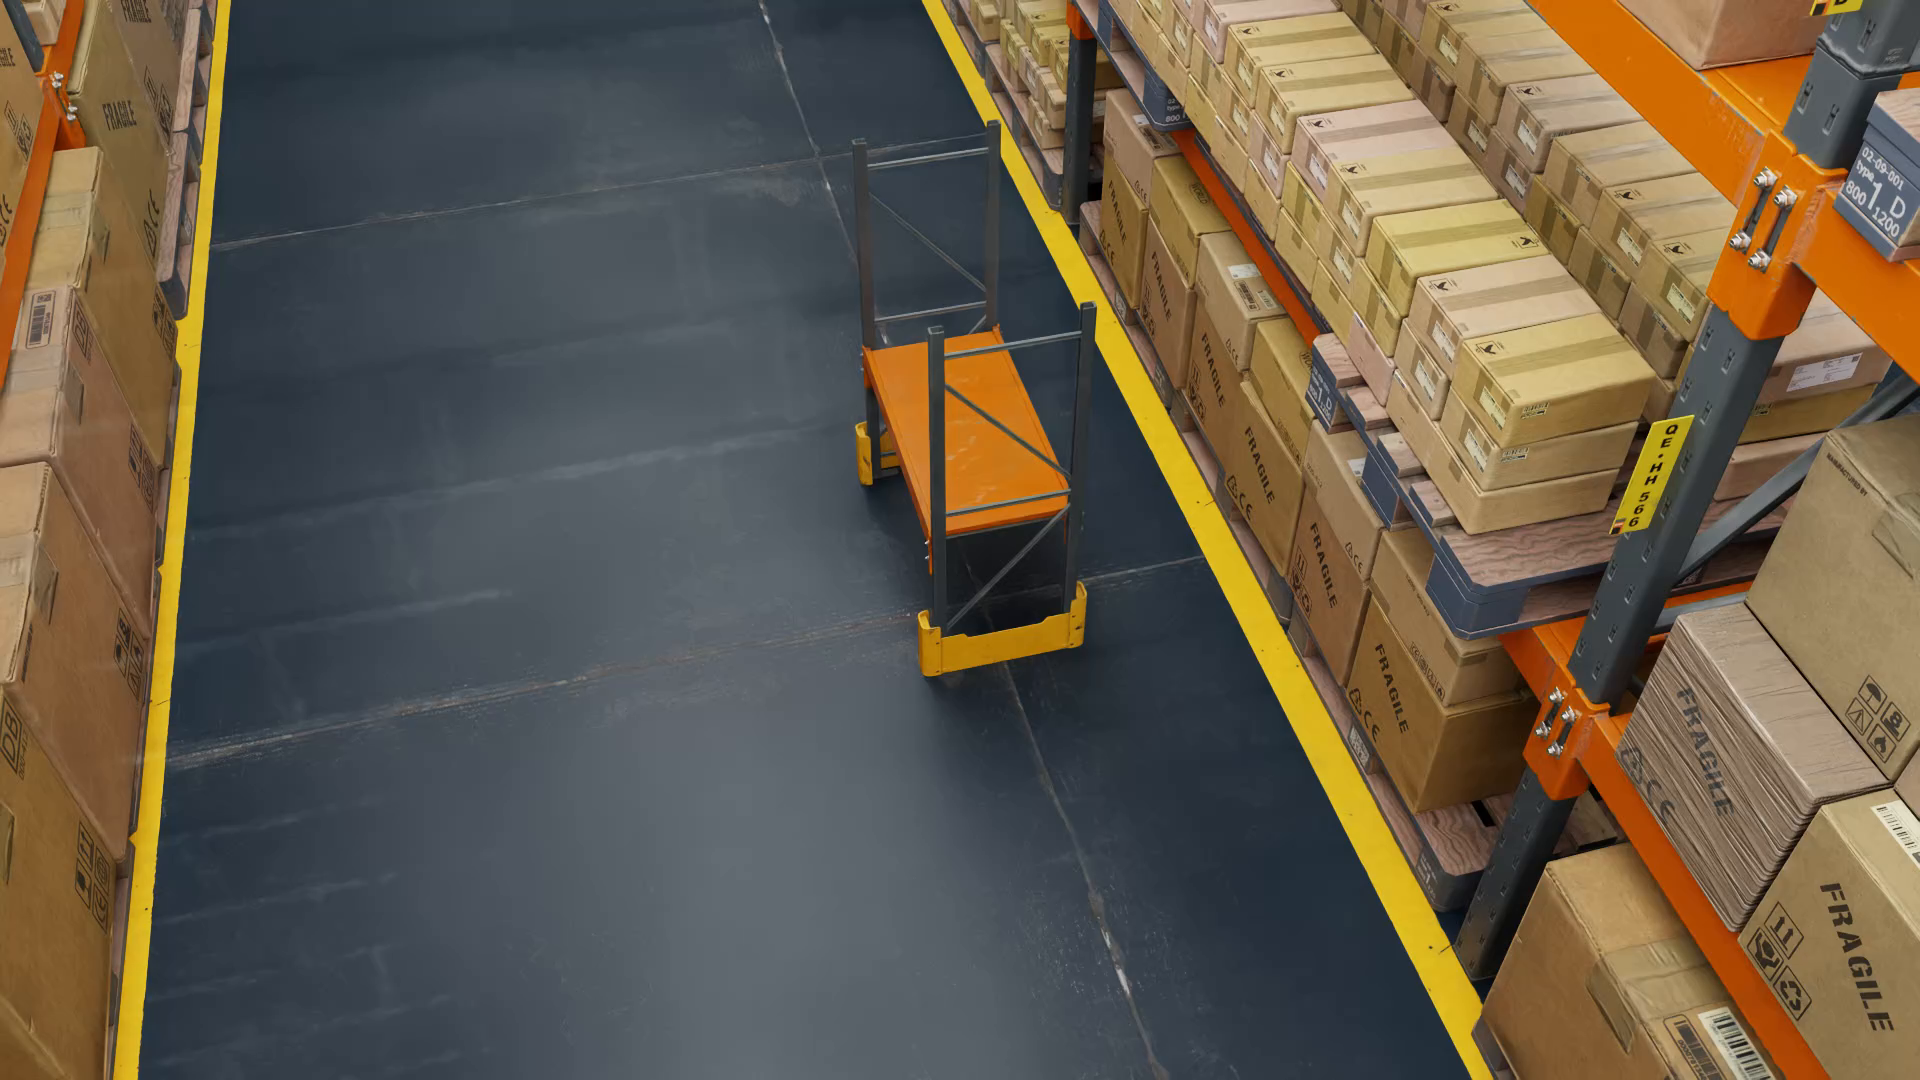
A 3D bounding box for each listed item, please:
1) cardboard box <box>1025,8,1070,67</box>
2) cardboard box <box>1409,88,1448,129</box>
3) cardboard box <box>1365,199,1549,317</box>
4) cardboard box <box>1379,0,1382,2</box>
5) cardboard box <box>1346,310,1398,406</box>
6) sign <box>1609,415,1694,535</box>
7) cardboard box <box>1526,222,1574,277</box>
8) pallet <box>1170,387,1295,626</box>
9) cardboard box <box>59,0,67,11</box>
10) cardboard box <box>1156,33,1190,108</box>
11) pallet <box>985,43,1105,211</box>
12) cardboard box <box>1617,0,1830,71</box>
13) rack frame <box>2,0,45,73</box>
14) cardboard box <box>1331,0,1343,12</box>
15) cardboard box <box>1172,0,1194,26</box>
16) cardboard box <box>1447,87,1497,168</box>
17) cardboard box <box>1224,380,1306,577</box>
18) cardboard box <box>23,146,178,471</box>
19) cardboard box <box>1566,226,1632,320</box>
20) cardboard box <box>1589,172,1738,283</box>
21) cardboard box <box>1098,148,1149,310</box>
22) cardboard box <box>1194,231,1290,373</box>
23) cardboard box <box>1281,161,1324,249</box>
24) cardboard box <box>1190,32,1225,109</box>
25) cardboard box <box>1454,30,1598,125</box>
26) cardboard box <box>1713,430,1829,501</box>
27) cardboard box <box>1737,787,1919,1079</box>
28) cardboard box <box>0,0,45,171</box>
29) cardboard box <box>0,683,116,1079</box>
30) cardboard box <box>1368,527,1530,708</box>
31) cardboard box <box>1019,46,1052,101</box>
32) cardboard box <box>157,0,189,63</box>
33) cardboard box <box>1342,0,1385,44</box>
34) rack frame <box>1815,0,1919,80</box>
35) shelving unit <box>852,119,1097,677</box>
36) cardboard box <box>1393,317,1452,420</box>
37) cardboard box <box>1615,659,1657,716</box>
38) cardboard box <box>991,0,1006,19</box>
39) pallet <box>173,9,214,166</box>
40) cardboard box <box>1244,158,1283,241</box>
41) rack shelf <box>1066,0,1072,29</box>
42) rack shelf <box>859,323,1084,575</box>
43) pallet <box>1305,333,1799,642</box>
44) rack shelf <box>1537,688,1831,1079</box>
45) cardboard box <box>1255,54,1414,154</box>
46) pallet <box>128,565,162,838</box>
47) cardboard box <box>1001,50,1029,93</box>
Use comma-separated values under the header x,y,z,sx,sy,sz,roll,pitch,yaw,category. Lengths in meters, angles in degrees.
x,y,z,sx,sy,sz,roll,pitch,yaw,category
0.519,-2.348,7.737,0.380,0.149,0.250,-10,46,-10,cardboard box
1.663,-1.362,5.366,0.380,0.149,0.250,-12,47,-12,cardboard box
1.291,-0.739,4.339,0.380,0.149,0.250,-9,46,-9,cardboard box
1.517,-1.934,5.510,0.380,0.149,0.250,-12,47,-12,cardboard box
1.290,-0.527,4.548,0.380,0.149,0.250,-10,46,-10,cardboard box
1.467,-0.134,3.526,0.100,0.325,0.005,-11,47,-10,sign
1.861,-0.825,4.840,0.380,0.149,0.250,-9,46,-8,cardboard box
1.482,-0.267,6.364,1.003,0.211,1.213,-11,47,-10,pallet
-3.677,-2.145,6.428,0.380,0.149,0.250,-12,47,-12,cardboard box
0.887,-1.614,5.613,0.380,0.149,0.250,-13,47,-12,cardboard box
0.759,-2.105,8.165,1.003,0.211,1.213,-11,47,-10,pallet
1.597,-1.295,3.249,0.500,0.500,0.500,-11,47,-10,cardboard box
-3.855,-1.787,5.901,1.000,3.000,0.127,-11,47,-10,rack frame
1.451,-1.920,5.913,0.380,0.149,0.250,-13,47,-12,cardboard box
0.889,-1.817,5.396,0.380,0.149,0.250,-11,47,-11,cardboard box
1.728,-1.285,5.082,0.380,0.149,0.250,-11,47,-11,cardboard box
1.288,-0.262,5.863,0.500,0.500,0.500,-13,47,-12,cardboard box
-3.672,-0.752,6.080,1.225,0.875,0.875,-11,47,-10,cardboard box
1.917,-0.766,4.574,0.380,0.149,0.250,-12,47,-12,cardboard box
1.928,-0.839,4.438,0.380,0.149,0.250,-11,47,-11,cardboard box
0.898,-1.337,6.916,0.500,0.500,0.500,-9,46,-9,cardboard box
1.164,-0.880,5.943,0.500,0.250,0.500,-9,46,-9,cardboard box
1.158,-0.994,4.797,0.380,0.149,0.250,-11,47,-11,cardboard box
0.962,-1.526,5.319,0.380,0.149,0.250,-11,47,-11,cardboard box
1.720,-1.391,4.978,0.380,0.149,0.250,-9,46,-9,cardboard box
2.070,-0.267,4.293,0.380,0.149,0.250,-11,47,-11,cardboard box
1.976,0.813,3.283,0.500,0.500,0.500,-11,47,-11,cardboard box
-3.472,-1.549,5.598,0.500,0.500,0.500,-11,47,-10,cardboard box
-2.988,1.091,4.274,1.225,0.875,0.875,-13,47,-12,cardboard box
1.561,0.179,4.905,0.500,0.250,0.500,-12,47,-11,cardboard box
0.496,-2.221,7.820,0.380,0.149,0.250,-13,47,-12,cardboard box
-4.405,-2.896,8.182,0.875,0.875,0.875,-11,47,-10,cardboard box
1.527,-1.827,5.614,0.380,0.149,0.250,-13,47,-12,cardboard box
1.989,-1.962,1.872,1.000,3.000,0.127,-11,47,-10,rack frame
0.020,-0.472,5.663,0.587,1.500,1.083,-11,47,-10,shelving unit
1.353,-0.467,4.281,0.380,0.149,0.250,-9,46,-9,cardboard box
2.055,0.331,5.282,0.500,0.500,0.500,-13,47,-12,cardboard box
0.357,-2.766,8.355,0.380,0.149,0.250,-10,46,-9,cardboard box
-4.290,-2.194,8.252,1.003,0.211,1.213,-11,47,-10,pallet
1.095,-1.064,5.075,0.380,0.149,0.250,-9,46,-9,cardboard box
0.453,-3.753,8.331,1.077,0.370,4.000,-11,47,-10,rack shelf
0.022,-0.340,5.785,0.538,0.185,1.000,-11,47,-10,rack shelf
1.704,-0.268,4.546,1.213,0.211,1.003,-11,47,-10,pallet
2.501,1.770,2.918,1.077,0.370,4.000,-11,47,-10,rack shelf
1.092,-1.277,4.867,0.380,0.149,0.250,-9,46,-8,cardboard box
-3.269,0.552,5.561,1.003,0.211,1.213,-11,47,-10,pallet
0.420,-2.347,8.152,0.380,0.149,0.250,-12,47,-12,cardboard box
